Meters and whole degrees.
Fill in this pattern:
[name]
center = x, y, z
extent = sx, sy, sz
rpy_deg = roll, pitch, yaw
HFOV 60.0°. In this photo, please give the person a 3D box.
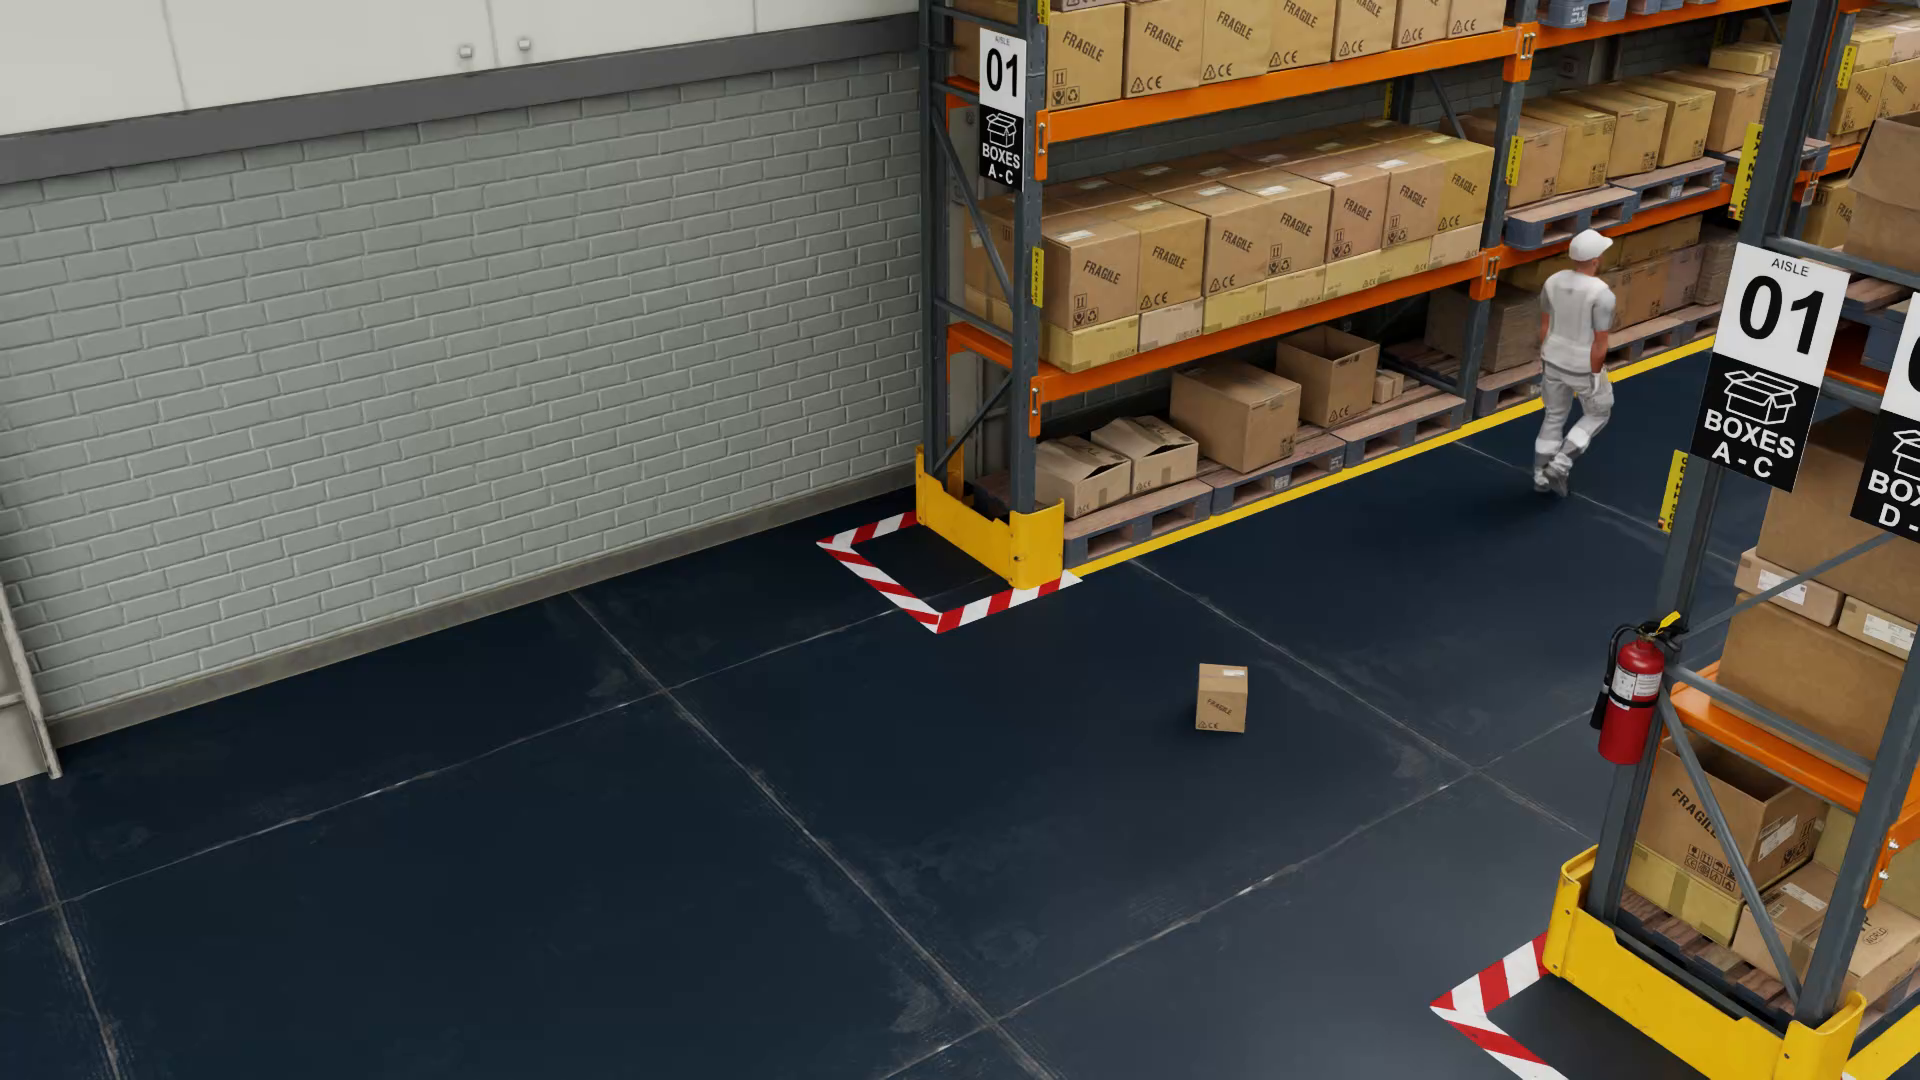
[person]
center = 3.922, -1.127, 10.633
extent = 0.474, 1.781, 0.525
rpy_deg = -19, 34, -32
